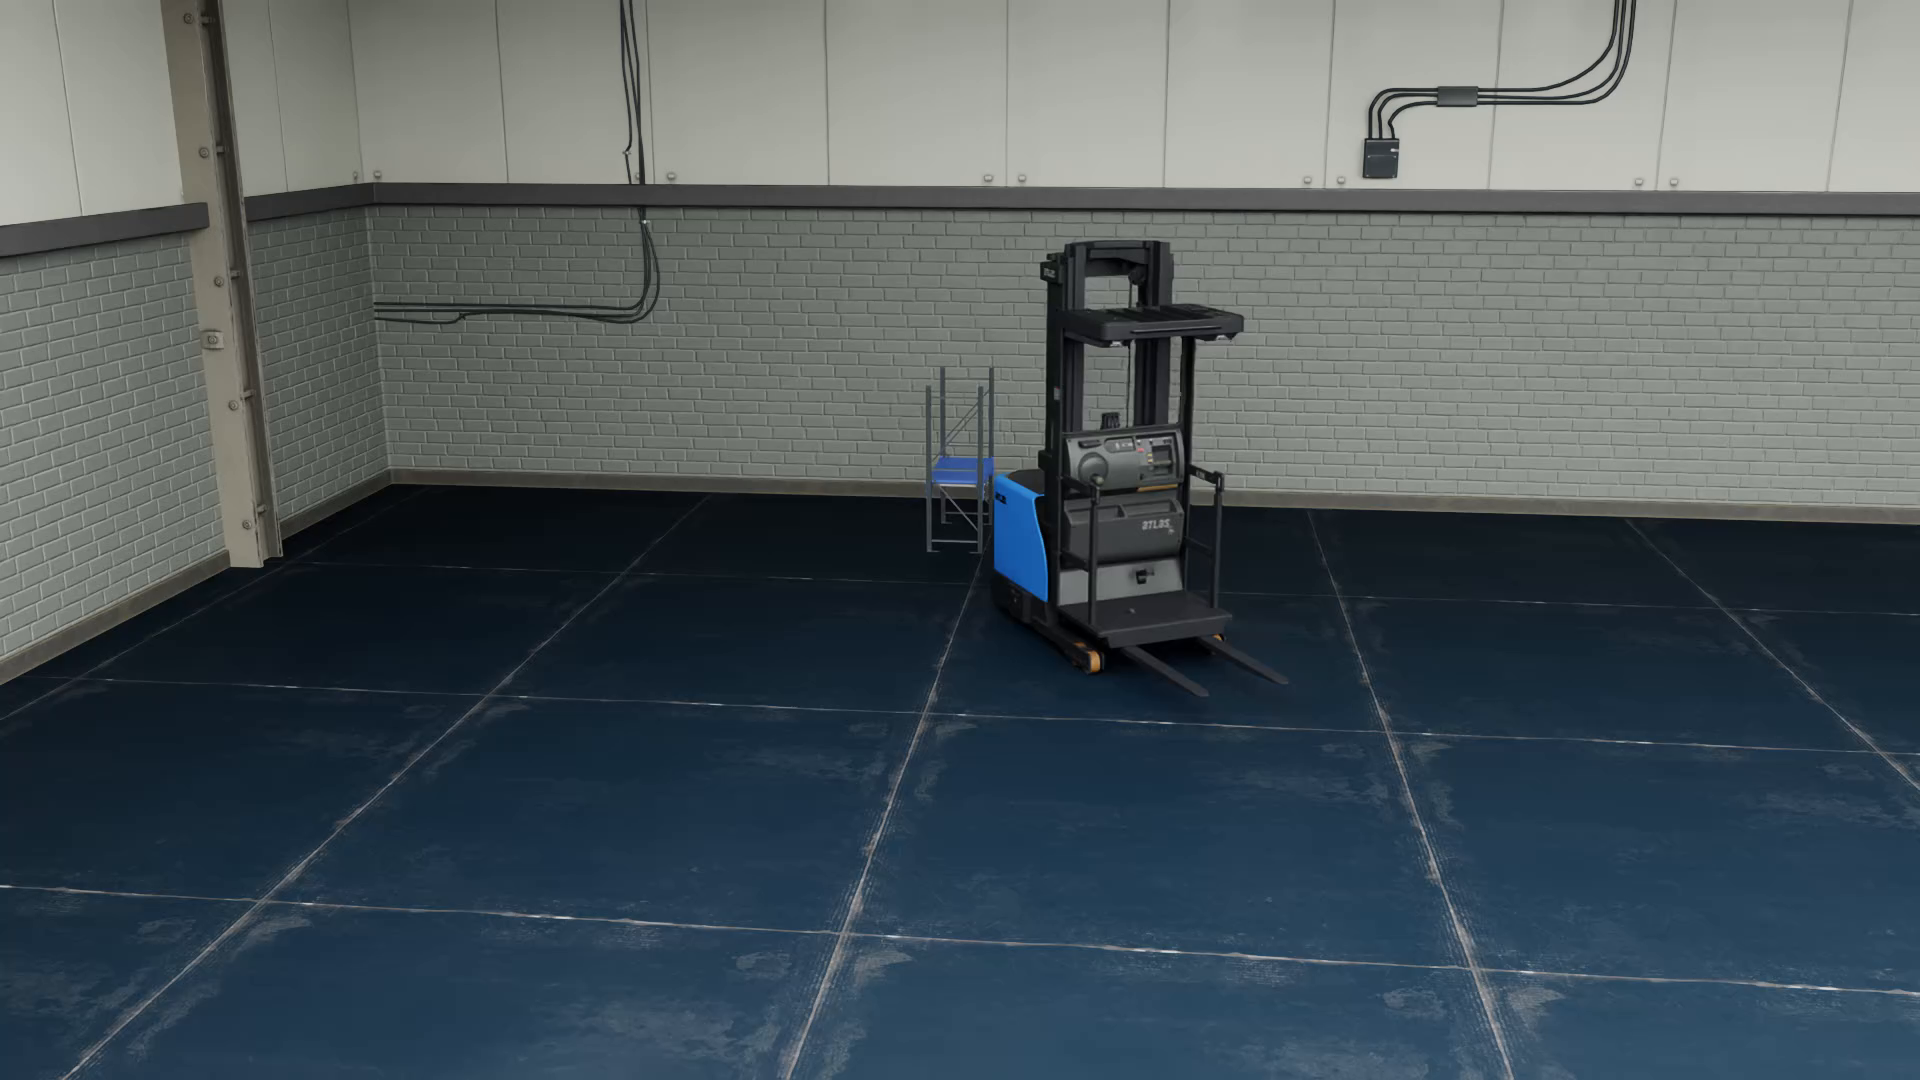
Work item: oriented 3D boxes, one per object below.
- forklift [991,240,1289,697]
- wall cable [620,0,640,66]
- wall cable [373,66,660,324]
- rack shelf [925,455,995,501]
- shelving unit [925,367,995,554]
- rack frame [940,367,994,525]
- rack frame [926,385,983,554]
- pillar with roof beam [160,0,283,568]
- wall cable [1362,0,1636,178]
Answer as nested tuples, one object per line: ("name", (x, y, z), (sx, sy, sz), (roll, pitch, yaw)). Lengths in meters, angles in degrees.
("forklift", (1.281, -0.594, 11.830), (1.130, 2.935, 3.031), (-6, 16, -22))
("wall cable", (-1.839, -5.745, 15.532), (3.097, 2.526, 0.112), (2, 15, 6))
("wall cable", (-4.527, -3.387, 16.486), (3.097, 2.526, 0.112), (2, 15, 6))
("rack shelf", (0.010, -0.572, 15.183), (0.538, 0.185, 1.000), (2, 15, 6))
("shelving unit", (0.010, -0.746, 15.136), (0.538, 1.500, 1.048), (2, 15, 6))
("rack frame", (0.067, -0.878, 15.624), (0.500, 1.500, 0.032), (2, 15, 6))
("rack frame", (-0.048, -0.614, 14.648), (0.500, 1.500, 0.032), (2, 15, 6))
("pillar with roof beam", (-1.896, -4.034, 12.930), (9.100, 9.000, 0.400), (2, 15, 6))
("wall cable", (4.904, -6.244, 14.587), (2.305, 6.003, 0.169), (2, 15, 6))
